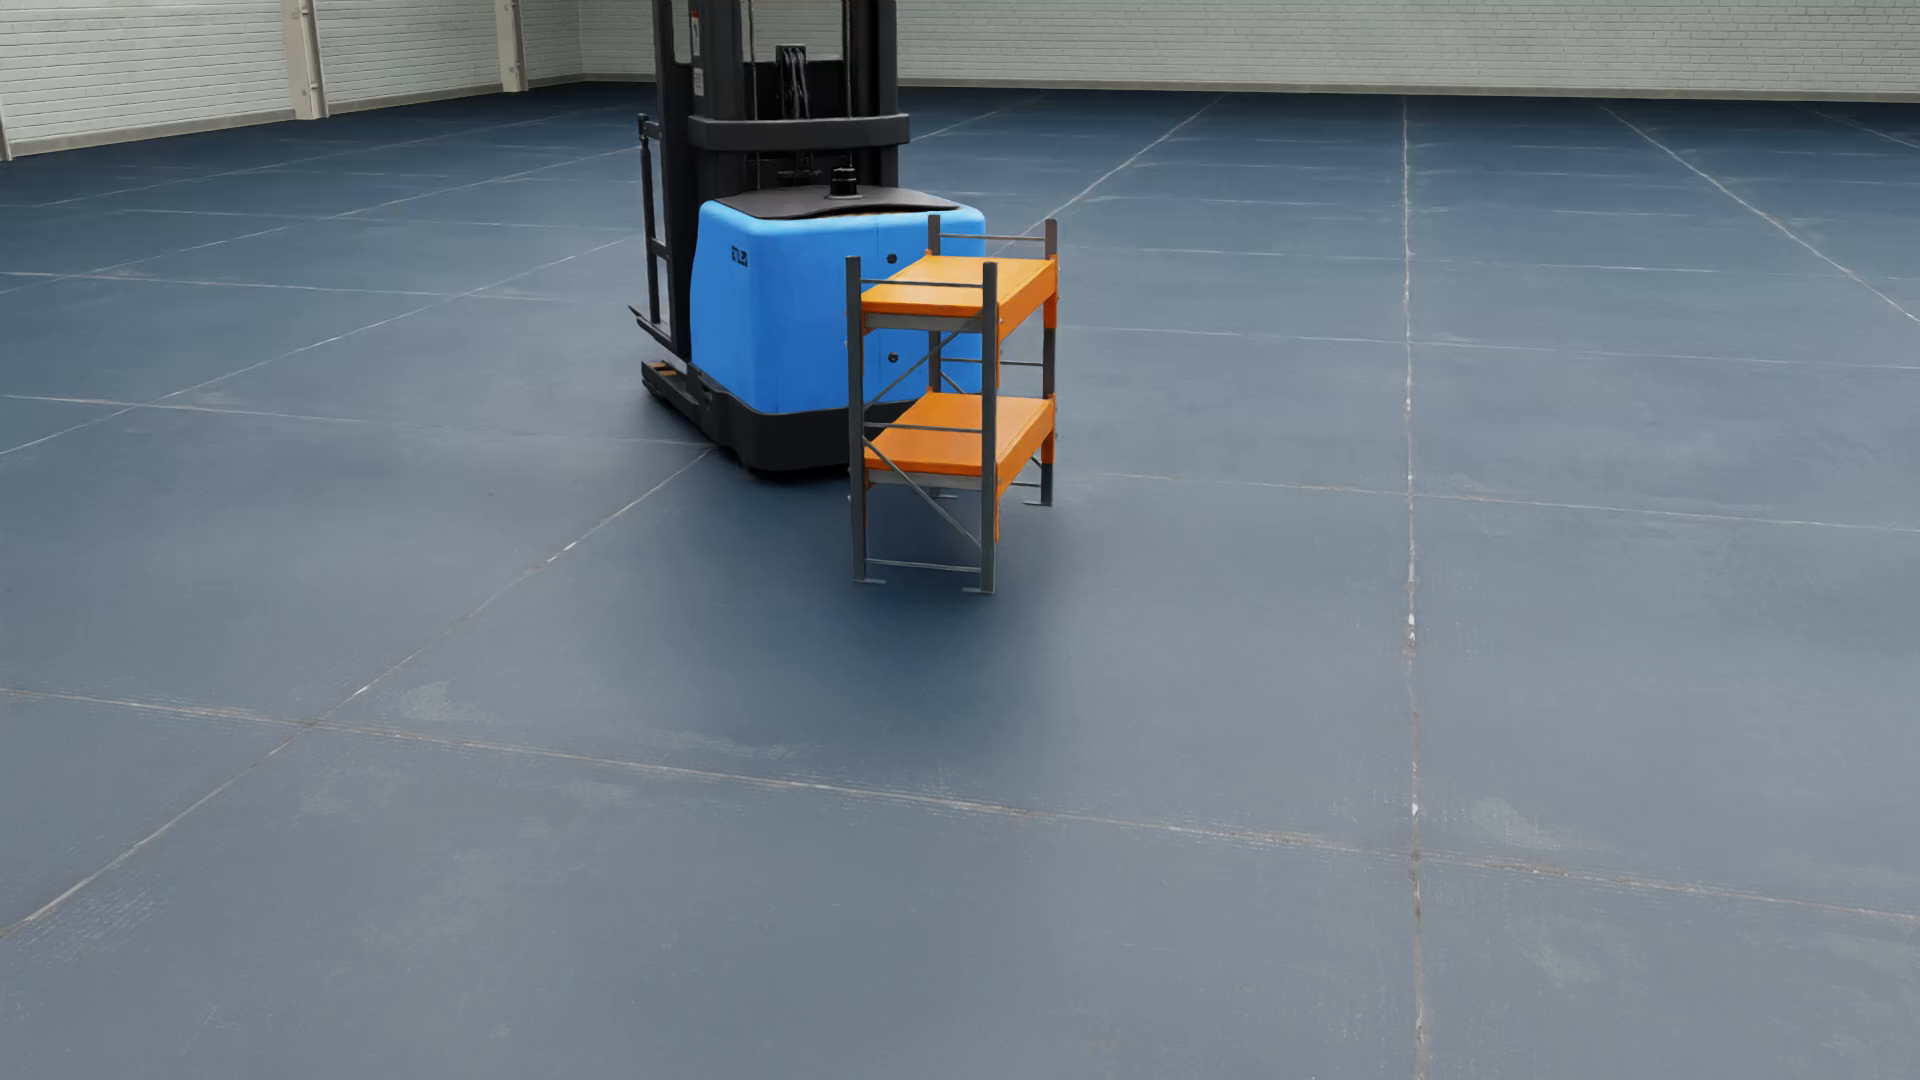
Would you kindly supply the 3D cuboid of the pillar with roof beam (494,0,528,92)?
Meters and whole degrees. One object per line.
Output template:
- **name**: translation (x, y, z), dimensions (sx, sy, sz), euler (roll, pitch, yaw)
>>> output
- **pillar with roof beam**: translation (-3.725, -11.893, 27.084), dimensions (9.100, 9.000, 0.400), euler (5, 19, 13)

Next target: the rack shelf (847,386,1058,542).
- **rack shelf**: translation (-0.002, -0.299, 6.079), dimensions (0.538, 0.278, 1.000), euler (5, 19, 13)

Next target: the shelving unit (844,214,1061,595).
- **shelving unit**: translation (-0.002, -0.530, 6.000), dimensions (0.538, 1.125, 1.048), euler (5, 19, 13)

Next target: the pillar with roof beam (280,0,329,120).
- **pillar with roof beam**: translation (-5.191, -10.012, 21.578), dimensions (9.100, 9.000, 0.400), euler (5, 19, 13)

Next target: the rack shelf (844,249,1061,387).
- **rack shelf**: translation (-0.002, -0.807, 5.905), dimensions (0.538, 0.278, 1.000), euler (5, 19, 13)

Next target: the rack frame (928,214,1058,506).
- **rack frame**: translation (0.123, -0.690, 6.466), dimensions (0.500, 1.125, 0.032), euler (5, 19, 13)

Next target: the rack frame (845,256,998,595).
- **rack frame**: translation (-0.126, -0.371, 5.533), dimensions (0.500, 1.125, 0.032), euler (5, 19, 13)

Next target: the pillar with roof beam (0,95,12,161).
- **pillar with roof beam**: translation (-6.657, -8.131, 16.072), dimensions (9.100, 9.000, 0.400), euler (5, 19, 13)

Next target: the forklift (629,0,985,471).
- **forklift**: translation (-0.941, -2.103, 7.809), dimensions (1.130, 2.935, 3.031), euler (-8, 21, -23)
